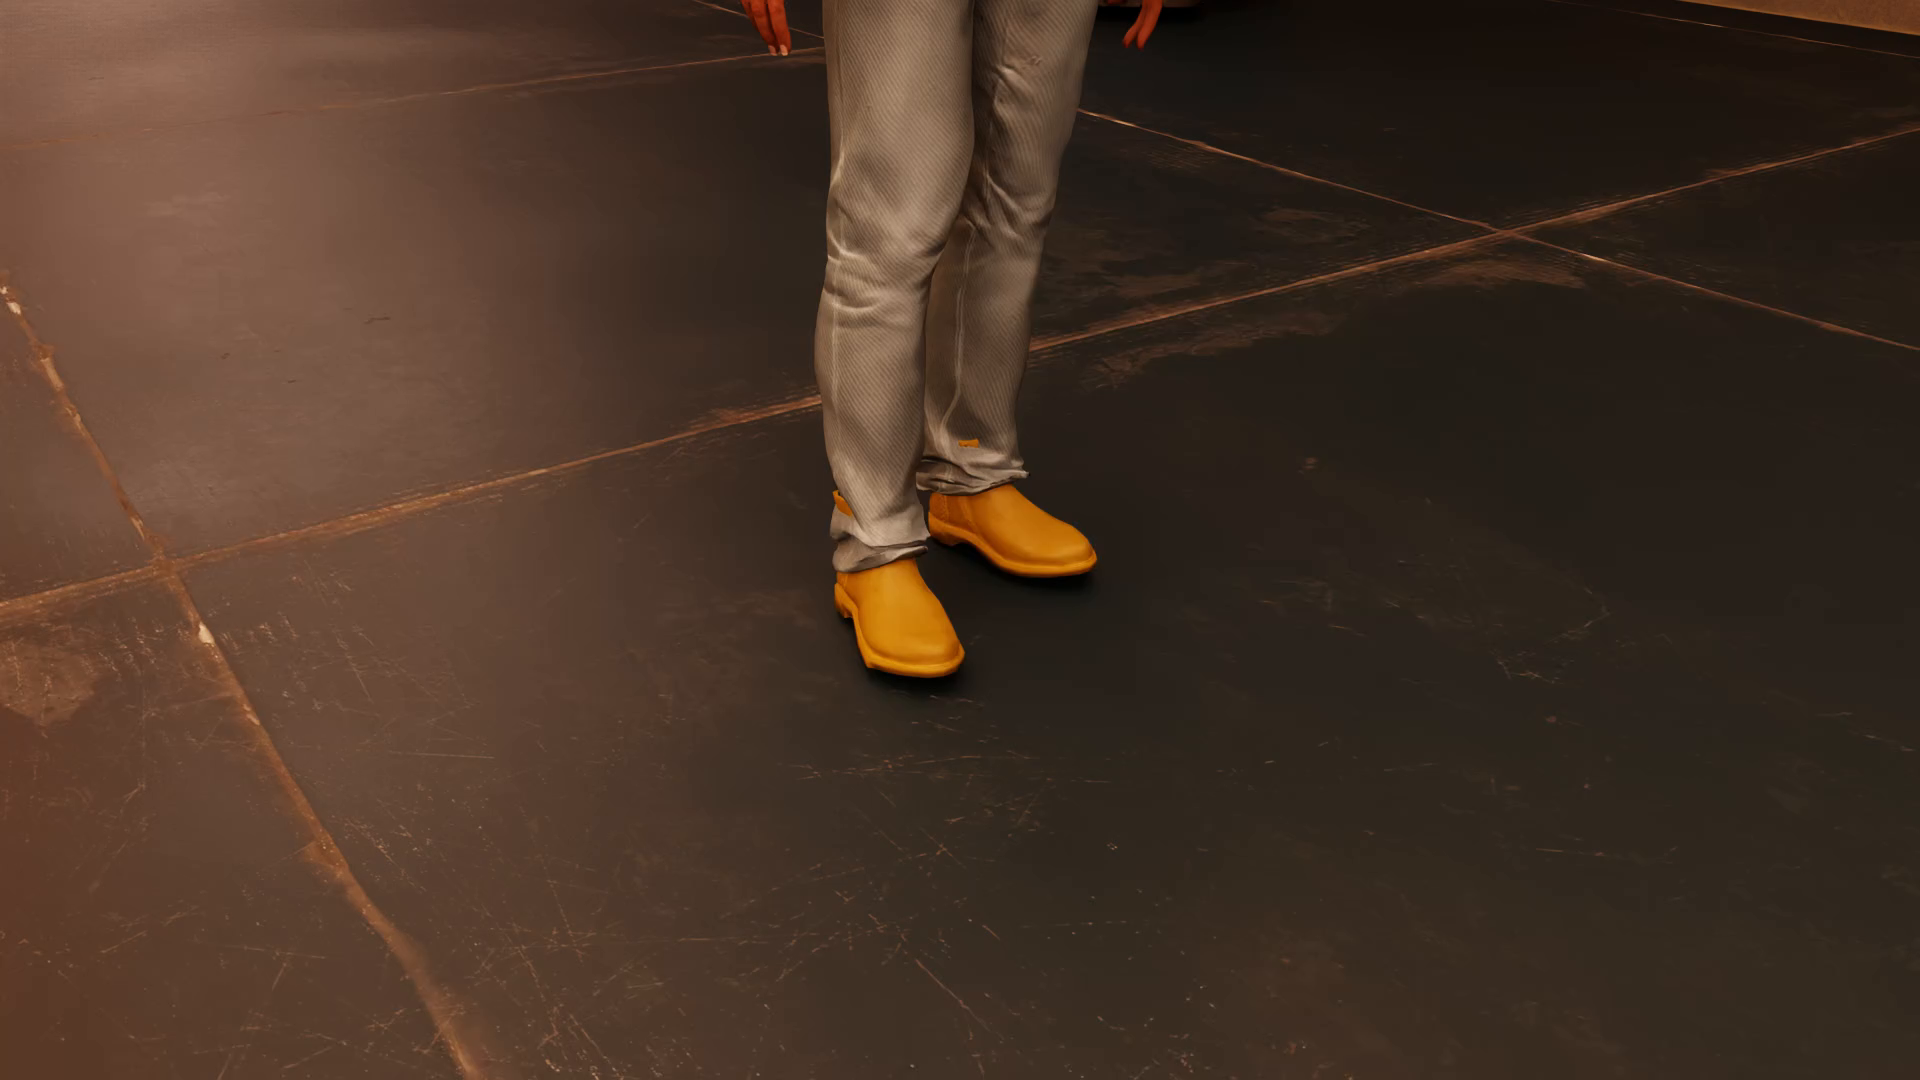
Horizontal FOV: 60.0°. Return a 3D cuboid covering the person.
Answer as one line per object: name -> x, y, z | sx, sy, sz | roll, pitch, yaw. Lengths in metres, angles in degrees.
person -> 0.034, -0.769, 2.047 | 0.665, 1.765, 0.577 | -17, 31, -31

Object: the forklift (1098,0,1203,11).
forklift -> 0.575, -4.007, 7.219 | 1.130, 2.935, 3.031 | 3, 27, 5
